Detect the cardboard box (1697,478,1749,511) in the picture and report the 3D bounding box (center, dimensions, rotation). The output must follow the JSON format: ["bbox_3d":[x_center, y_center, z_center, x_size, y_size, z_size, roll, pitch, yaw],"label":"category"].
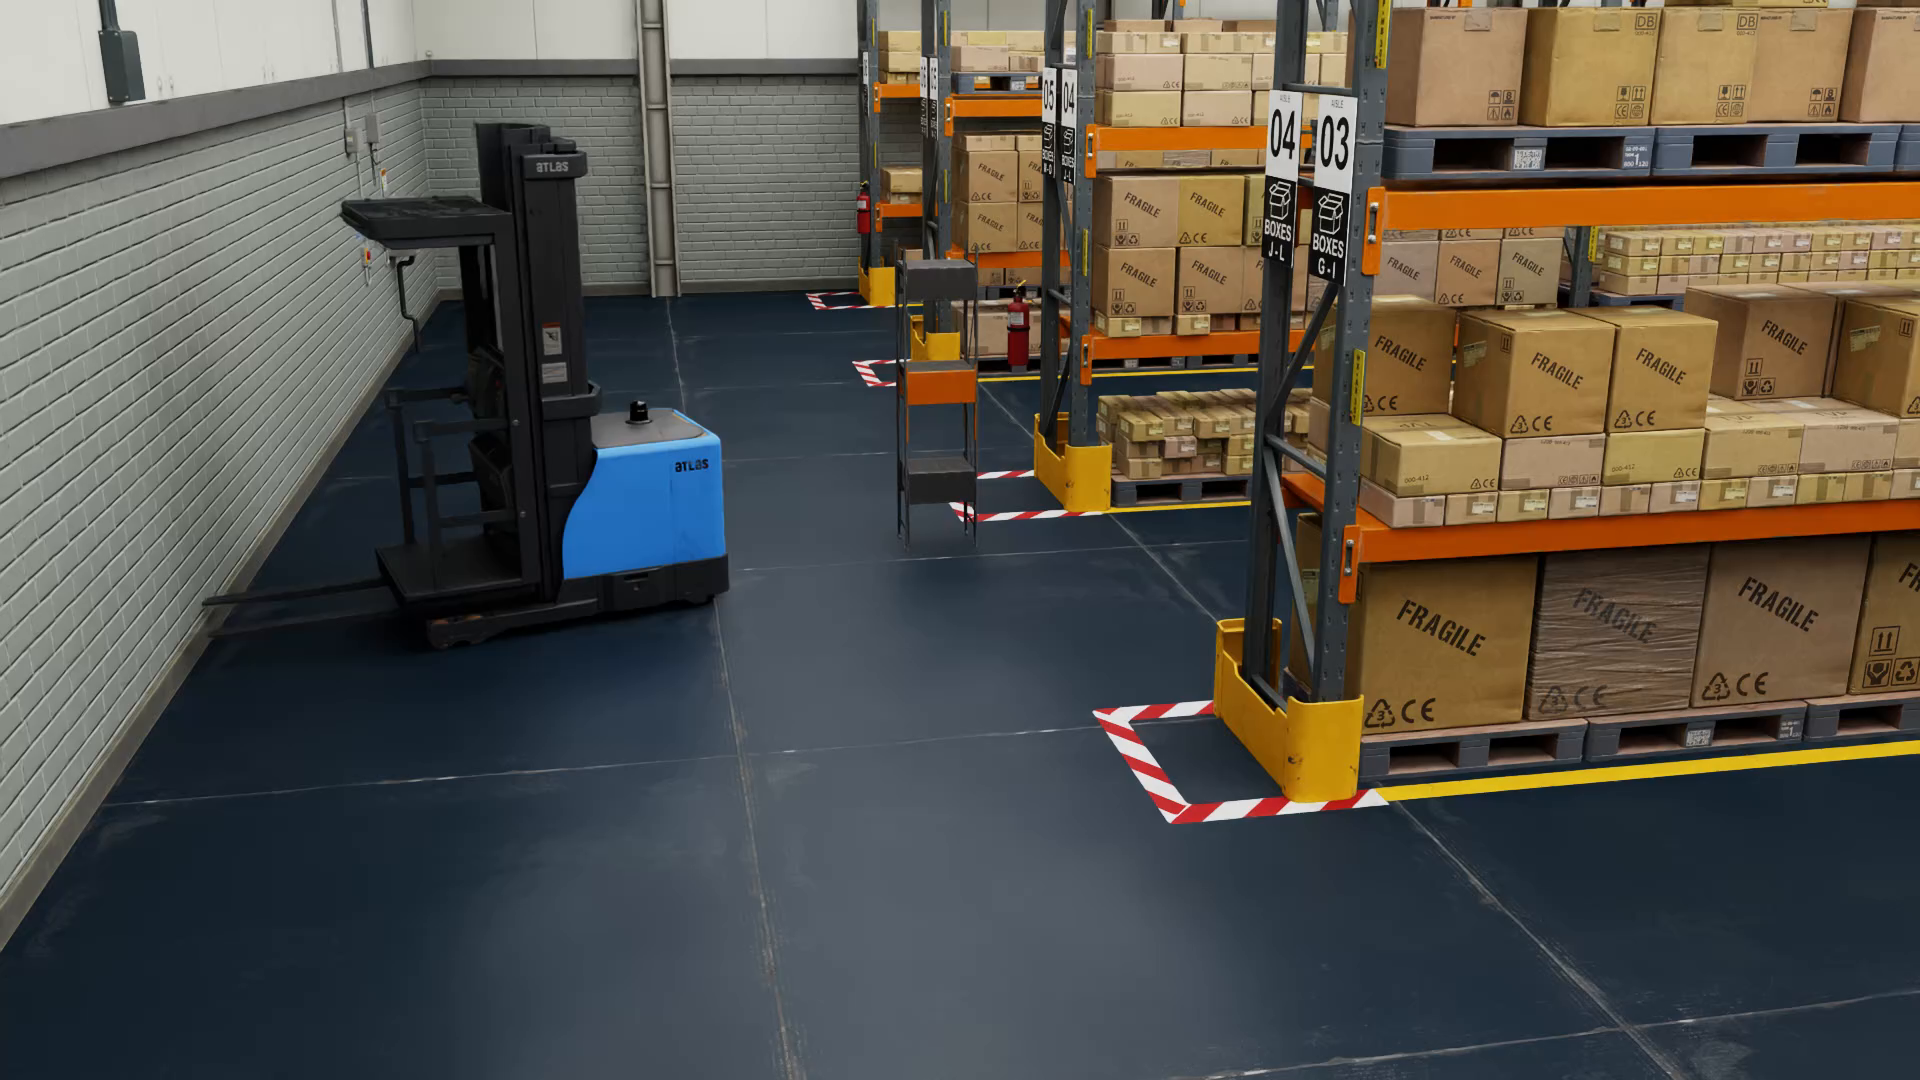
[{"bbox_3d":[3.557,-0.266,7.998,0.250,0.149,0.380,-4,17,-12],"label":"cardboard box"}]

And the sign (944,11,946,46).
[{"bbox_3d":[-0.145,-4.962,16.125,0.005,0.325,0.100,-3,17,-10],"label":"sign"}]

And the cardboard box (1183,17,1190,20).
[{"bbox_3d":[3.026,-6.826,22.147,0.258,0.266,0.396,-3,17,-11],"label":"cardboard box"}]

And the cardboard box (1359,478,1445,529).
[{"bbox_3d":[2.047,-0.180,7.718,0.250,0.149,0.380,-3,17,-10],"label":"cardboard box"}]

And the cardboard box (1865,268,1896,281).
[{"bbox_3d":[7.246,-2.122,13.323,0.250,0.149,0.380,-4,18,-13],"label":"cardboard box"}]

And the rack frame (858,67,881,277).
[{"bbox_3d":[-1.189,-4.663,21.886,0.127,3.000,1.000,-3,17,-10],"label":"rack frame"}]

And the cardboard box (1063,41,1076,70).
[{"bbox_3d":[1.235,-4.941,16.949,0.500,0.311,0.500,-3,17,-9],"label":"cardboard box"}]

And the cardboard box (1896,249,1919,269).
[{"bbox_3d":[7.485,-2.276,13.320,0.250,0.149,0.380,-3,17,-10],"label":"cardboard box"}]

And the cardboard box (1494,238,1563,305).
[{"bbox_3d":[4.300,-2.116,12.914,0.500,0.500,0.500,-3,17,-10],"label":"cardboard box"}]

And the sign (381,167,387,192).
[{"bbox_3d":[-6.224,-3.893,17.971,0.001,0.242,0.339,-3,17,-10],"label":"sign"}]

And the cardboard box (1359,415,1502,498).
[{"bbox_3d":[2.158,-0.395,7.739,0.500,0.250,0.500,-4,17,-12],"label":"cardboard box"}]

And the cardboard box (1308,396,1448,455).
[{"bbox_3d":[2.061,-0.550,8.242,0.500,0.250,0.500,-4,17,-11],"label":"cardboard box"}]

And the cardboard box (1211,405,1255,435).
[{"bbox_3d":[2.120,-0.930,12.857,0.250,0.149,0.380,-4,18,-13],"label":"cardboard box"}]

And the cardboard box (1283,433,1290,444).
[{"bbox_3d":[2.375,-0.810,12.974,0.250,0.149,0.380,-4,18,-13],"label":"cardboard box"}]

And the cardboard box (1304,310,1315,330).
[{"bbox_3d":[2.696,-1.716,12.719,0.250,0.149,0.380,-3,17,-8],"label":"cardboard box"}]

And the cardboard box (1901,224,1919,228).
[{"bbox_3d":[7.751,-2.435,13.329,0.250,0.149,0.380,-3,17,-9],"label":"cardboard box"}]

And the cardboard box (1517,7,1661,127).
[{"bbox_3d":[2.712,-2.147,7.529,0.500,0.500,0.700,-4,17,-12],"label":"cardboard box"}]

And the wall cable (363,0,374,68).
[{"bbox_3d":[-6.407,-6.742,18.373,0.133,3.039,2.988,-3,17,-10],"label":"wall cable"}]

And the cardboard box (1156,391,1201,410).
[{"bbox_3d":[1.754,-1.085,13.361,0.250,0.149,0.380,-4,17,-12],"label":"cardboard box"}]

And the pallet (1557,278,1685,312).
[{"bbox_3d":[5.500,-1.943,13.356,1.213,0.211,1.003,-3,17,-10],"label":"pallet"}]

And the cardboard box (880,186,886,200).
[{"bbox_3d":[-0.915,-4.639,22.235,0.250,0.149,0.380,-3,17,-11],"label":"cardboard box"}]

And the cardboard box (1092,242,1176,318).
[{"bbox_3d":[1.287,-1.947,12.364,0.500,0.500,0.500,-2,17,-8],"label":"cardboard box"}]

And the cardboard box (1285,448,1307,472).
[{"bbox_3d":[2.619,-0.653,12.970,0.250,0.149,0.380,-4,18,-13],"label":"cardboard box"}]

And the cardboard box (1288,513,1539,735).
[{"bbox_3d":[2.249,0.380,8.368,0.875,0.875,0.875,-3,17,-10],"label":"cardboard box"}]

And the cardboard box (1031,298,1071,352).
[{"bbox_3d":[1.282,-2.328,17.930,0.875,0.438,0.875,-3,17,-9],"label":"cardboard box"}]

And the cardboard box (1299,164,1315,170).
[{"bbox_3d":[2.721,-2.667,13.005,0.500,0.500,0.500,-4,17,-12],"label":"cardboard box"}]

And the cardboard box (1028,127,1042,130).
[{"bbox_3d":[1.225,-5.309,22.459,0.500,0.500,0.500,-4,17,-12],"label":"cardboard box"}]

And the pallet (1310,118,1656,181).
[{"bbox_3d":[2.362,-1.812,7.643,1.213,0.211,1.003,-3,17,-10],"label":"pallet"}]

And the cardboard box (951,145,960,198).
[{"bbox_3d":[0.184,-3.854,17.377,0.500,0.500,0.500,-3,17,-9],"label":"cardboard box"}]

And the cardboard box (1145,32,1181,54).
[{"bbox_3d":[1.409,-3.564,11.924,0.250,0.149,0.380,-3,17,-8],"label":"cardboard box"}]

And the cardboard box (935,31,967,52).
[{"bbox_3d":[-0.203,-6.382,21.270,0.500,0.250,0.500,-3,17,-11],"label":"cardboard box"}]

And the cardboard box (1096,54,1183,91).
[{"bbox_3d":[1.284,-3.363,11.946,0.500,0.250,0.500,-3,17,-10],"label":"cardboard box"}]

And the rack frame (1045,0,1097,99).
[{"bbox_3d":[0.794,-4.679,11.719,0.127,3.000,1.000,-3,17,-10],"label":"rack frame"}]

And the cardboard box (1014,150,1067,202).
[{"bbox_3d":[0.787,-3.734,16.986,0.500,0.500,0.500,-4,17,-12],"label":"cardboard box"}]

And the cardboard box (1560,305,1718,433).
[{"bbox_3d":[3.157,-0.812,7.819,0.500,0.500,0.500,-4,17,-12],"label":"cardboard box"}]

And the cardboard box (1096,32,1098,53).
[{"bbox_3d":[1.065,-3.706,12.386,0.250,0.149,0.380,-3,17,-11],"label":"cardboard box"}]

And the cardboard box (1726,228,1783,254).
[{"bbox_3d":[6.217,-2.347,13.043,0.250,0.149,0.380,-3,17,-11],"label":"cardboard box"}]

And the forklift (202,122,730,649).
[{"bbox_3d":[-3.014,-0.941,9.883,3.031,2.935,1.130,-9,19,-26],"label":"forklift"}]

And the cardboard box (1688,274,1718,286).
[{"bbox_3d":[5.713,-2.034,13.038,0.250,0.149,0.380,-3,17,-10],"label":"cardboard box"}]

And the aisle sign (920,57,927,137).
[{"bbox_3d":[-0.373,-4.561,17.124,0.004,0.787,0.394,-3,17,-10],"label":"aisle sign"}]

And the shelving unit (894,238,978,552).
[{"bbox_3d":[-0.163,-0.995,11.473,0.503,2.100,0.431,-3,17,-10],"label":"shelving unit"}]

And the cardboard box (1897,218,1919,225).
[{"bbox_3d":[7.895,-2.636,13.986,0.250,0.149,0.380,-4,17,-12],"label":"cardboard box"}]

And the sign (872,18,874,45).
[{"bbox_3d":[-1.086,-6.359,20.808,0.005,0.325,0.100,-3,17,-10],"label":"sign"}]

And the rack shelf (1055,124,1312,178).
[{"bbox_3d":[2.758,-3.013,12.628,4.000,0.370,1.077,-3,17,-10],"label":"rack shelf"}]

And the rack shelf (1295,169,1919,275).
[{"bbox_3d":[3.600,-1.577,7.954,4.000,0.370,1.077,-3,17,-10],"label":"rack shelf"}]

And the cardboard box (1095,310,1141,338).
[{"bbox_3d":[1.174,-1.615,12.388,0.250,0.149,0.380,-3,17,-11],"label":"cardboard box"}]

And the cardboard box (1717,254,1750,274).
[{"bbox_3d":[5.958,-2.190,13.041,0.250,0.149,0.380,-4,18,-13],"label":"cardboard box"}]

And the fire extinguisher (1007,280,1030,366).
[{"bbox_3d":[0.459,-1.715,13.054,0.183,0.674,0.296,-3,17,-10],"label":"fire extinguisher"}]

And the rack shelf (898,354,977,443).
[{"bbox_3d":[-0.163,-0.981,11.478,0.480,0.518,0.431,-3,17,-10],"label":"rack shelf"}]

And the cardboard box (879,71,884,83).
[{"bbox_3d":[-0.919,-6.062,21.757,0.250,0.149,0.380,-3,17,-9],"label":"cardboard box"}]

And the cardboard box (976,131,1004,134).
[{"bbox_3d":[0.315,-4.167,17.293,0.250,0.149,0.380,-3,17,-9],"label":"cardboard box"}]

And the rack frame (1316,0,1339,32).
[{"bbox_3d":[3.683,-6.323,17.072,0.127,3.000,1.000,-3,17,-10],"label":"rack frame"}]

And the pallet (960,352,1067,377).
[{"bbox_3d":[0.526,-1.967,17.856,1.213,0.211,1.003,-3,17,-10],"label":"pallet"}]

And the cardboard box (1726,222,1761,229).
[{"bbox_3d":[6.359,-2.550,13.705,0.250,0.149,0.380,-4,18,-13],"label":"cardboard box"}]

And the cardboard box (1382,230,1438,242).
[{"bbox_3d":[3.300,-2.543,12.603,0.500,0.500,0.500,-3,17,-9],"label":"cardboard box"}]
